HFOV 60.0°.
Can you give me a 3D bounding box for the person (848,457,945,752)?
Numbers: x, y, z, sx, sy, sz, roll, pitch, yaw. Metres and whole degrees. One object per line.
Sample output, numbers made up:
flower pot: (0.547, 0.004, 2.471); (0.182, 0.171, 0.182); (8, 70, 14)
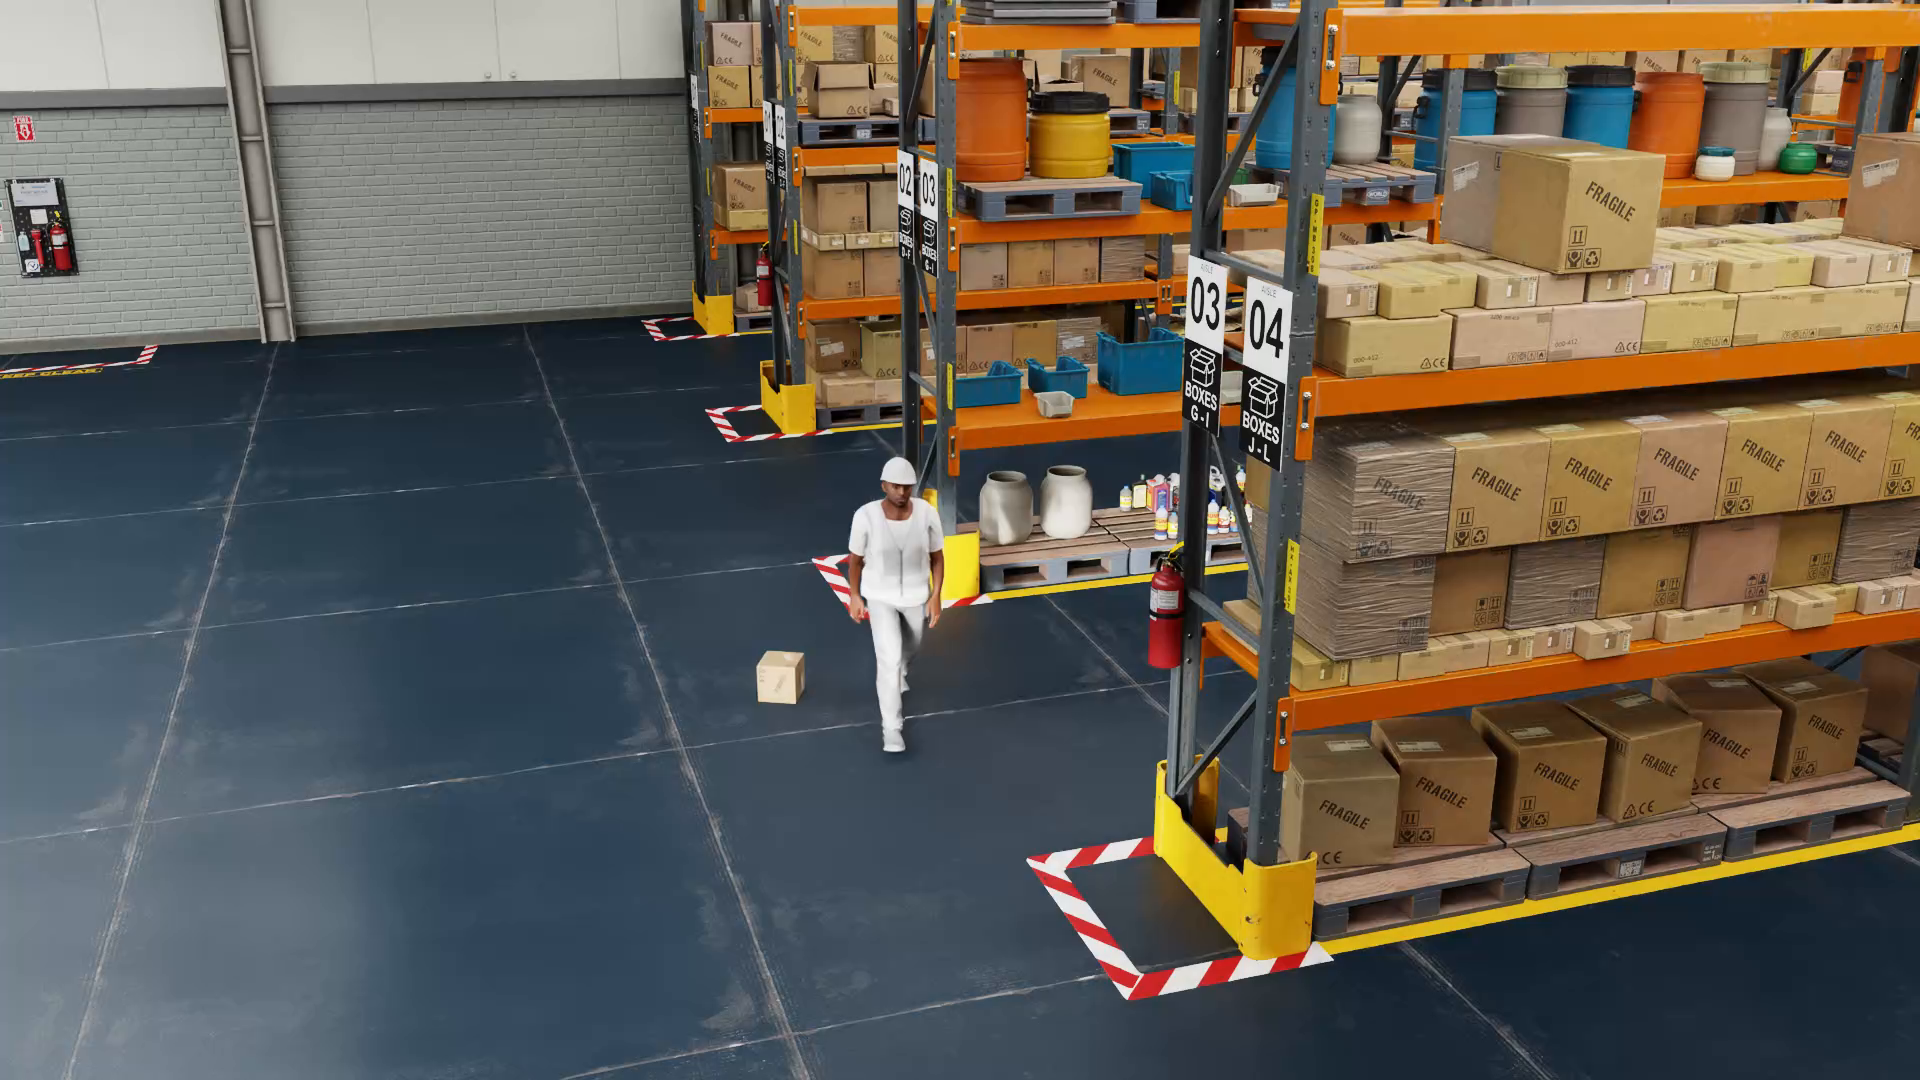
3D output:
person: (-0.378, 0.322, 10.107); (0.571, 1.730, 1.021); (-6, 20, -16)
